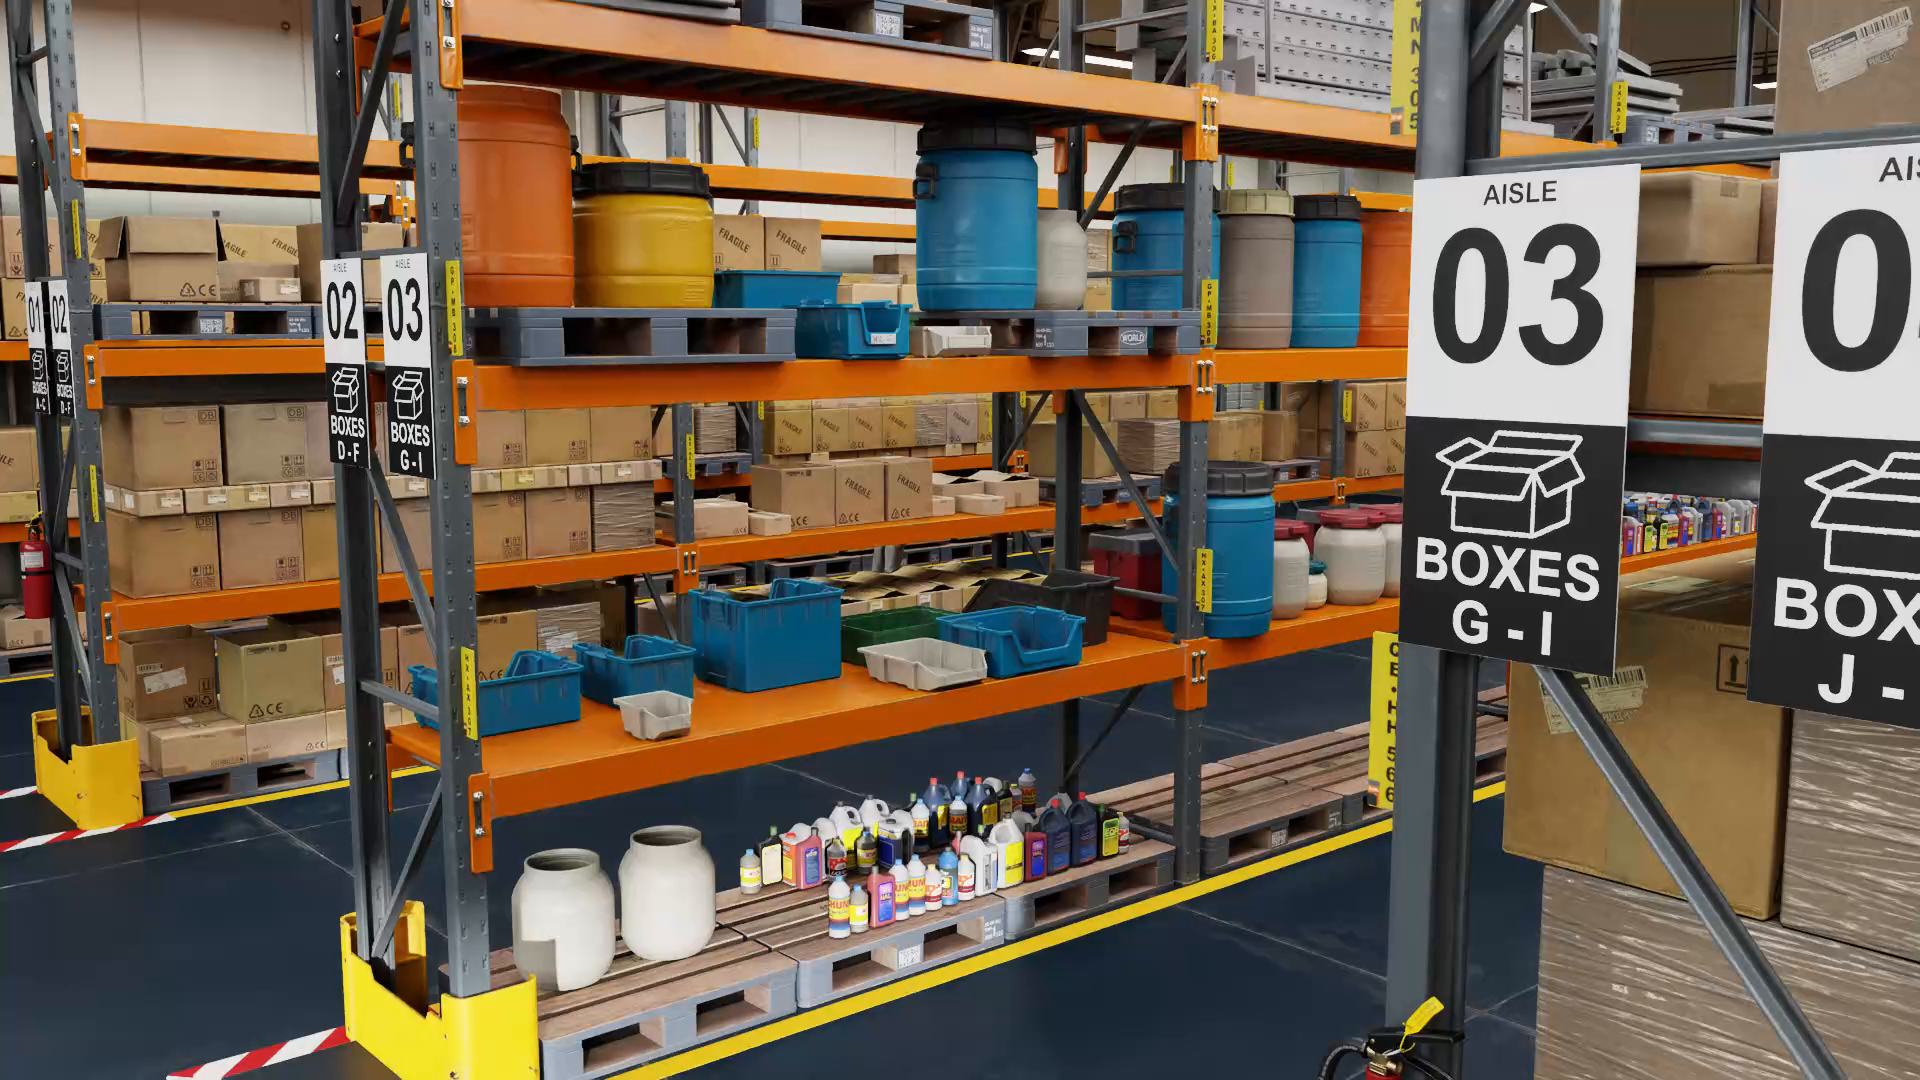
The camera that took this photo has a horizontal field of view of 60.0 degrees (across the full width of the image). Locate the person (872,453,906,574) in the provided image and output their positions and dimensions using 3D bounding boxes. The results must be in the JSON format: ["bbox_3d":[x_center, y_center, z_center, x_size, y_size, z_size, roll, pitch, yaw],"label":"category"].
[{"bbox_3d":[-0.724,-0.029,16.529,0.411,1.668,0.485,-7,10,-41],"label":"person"}]
